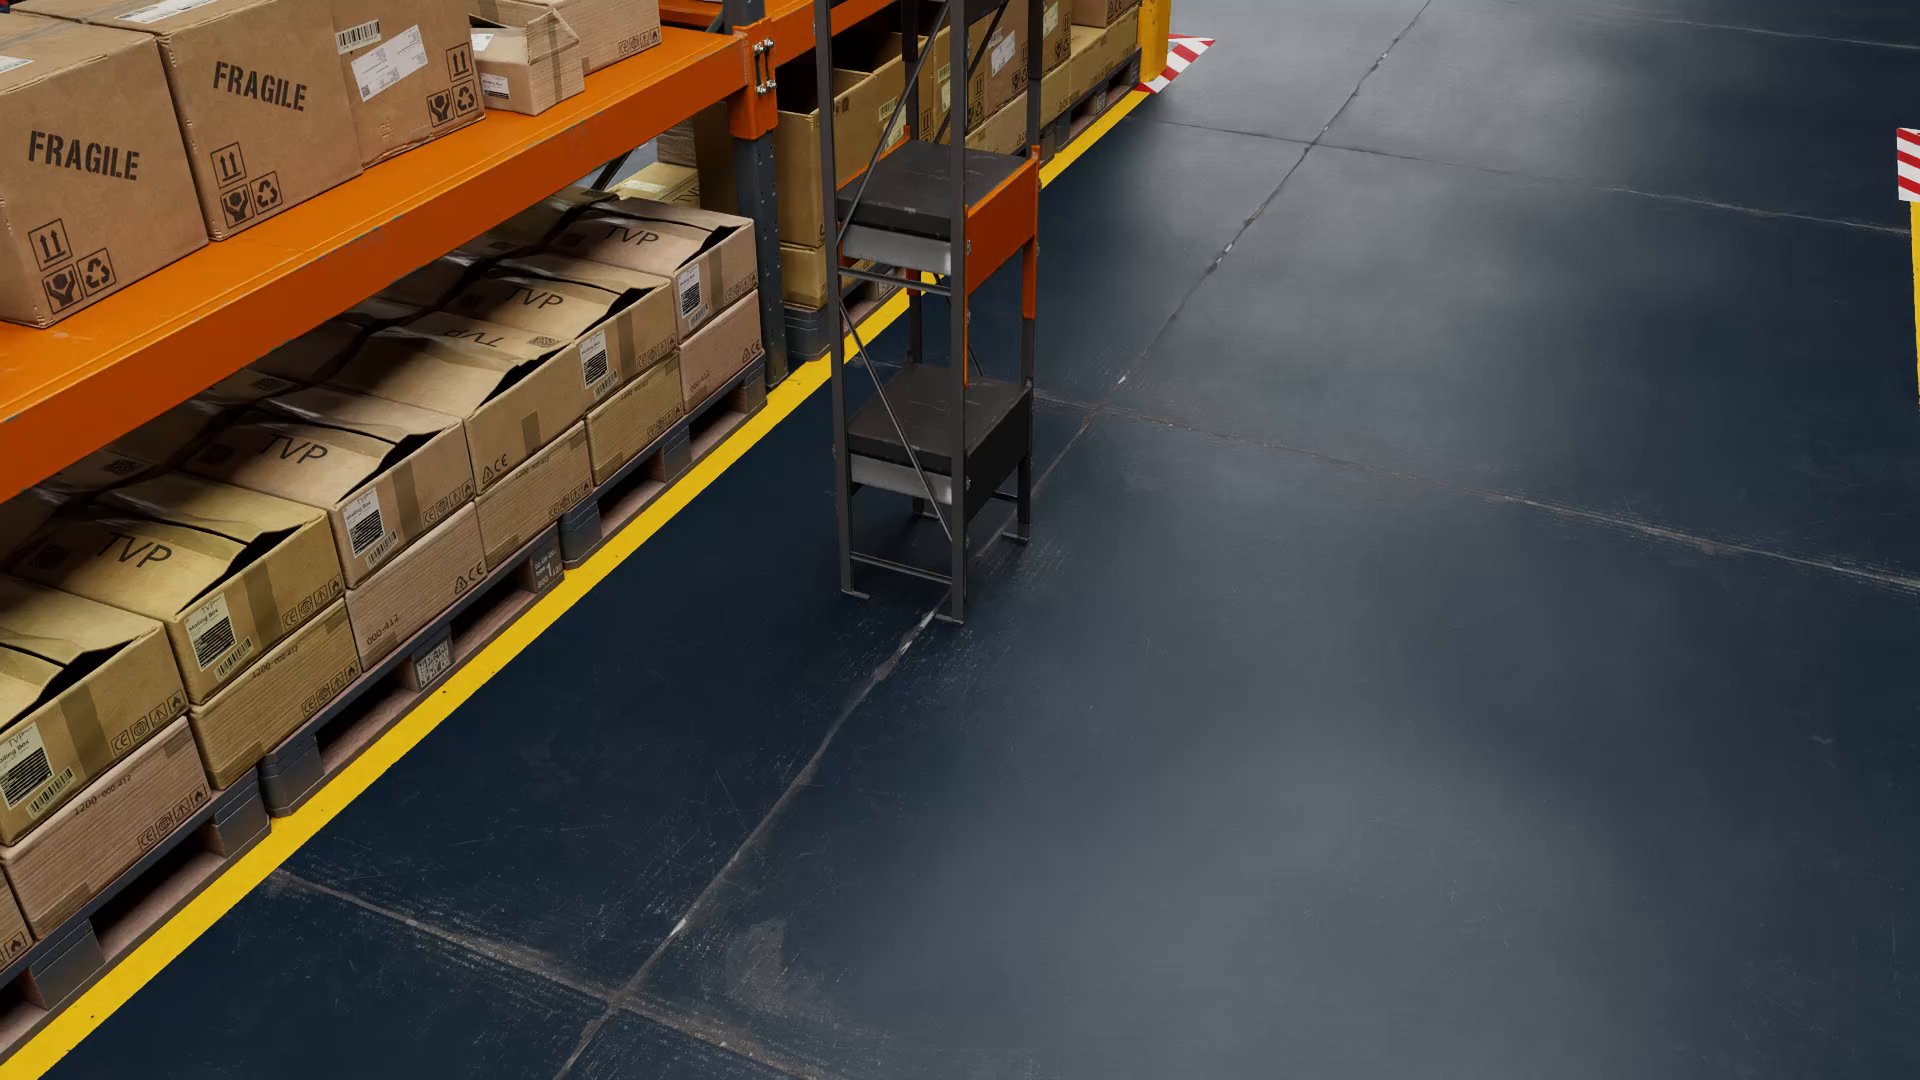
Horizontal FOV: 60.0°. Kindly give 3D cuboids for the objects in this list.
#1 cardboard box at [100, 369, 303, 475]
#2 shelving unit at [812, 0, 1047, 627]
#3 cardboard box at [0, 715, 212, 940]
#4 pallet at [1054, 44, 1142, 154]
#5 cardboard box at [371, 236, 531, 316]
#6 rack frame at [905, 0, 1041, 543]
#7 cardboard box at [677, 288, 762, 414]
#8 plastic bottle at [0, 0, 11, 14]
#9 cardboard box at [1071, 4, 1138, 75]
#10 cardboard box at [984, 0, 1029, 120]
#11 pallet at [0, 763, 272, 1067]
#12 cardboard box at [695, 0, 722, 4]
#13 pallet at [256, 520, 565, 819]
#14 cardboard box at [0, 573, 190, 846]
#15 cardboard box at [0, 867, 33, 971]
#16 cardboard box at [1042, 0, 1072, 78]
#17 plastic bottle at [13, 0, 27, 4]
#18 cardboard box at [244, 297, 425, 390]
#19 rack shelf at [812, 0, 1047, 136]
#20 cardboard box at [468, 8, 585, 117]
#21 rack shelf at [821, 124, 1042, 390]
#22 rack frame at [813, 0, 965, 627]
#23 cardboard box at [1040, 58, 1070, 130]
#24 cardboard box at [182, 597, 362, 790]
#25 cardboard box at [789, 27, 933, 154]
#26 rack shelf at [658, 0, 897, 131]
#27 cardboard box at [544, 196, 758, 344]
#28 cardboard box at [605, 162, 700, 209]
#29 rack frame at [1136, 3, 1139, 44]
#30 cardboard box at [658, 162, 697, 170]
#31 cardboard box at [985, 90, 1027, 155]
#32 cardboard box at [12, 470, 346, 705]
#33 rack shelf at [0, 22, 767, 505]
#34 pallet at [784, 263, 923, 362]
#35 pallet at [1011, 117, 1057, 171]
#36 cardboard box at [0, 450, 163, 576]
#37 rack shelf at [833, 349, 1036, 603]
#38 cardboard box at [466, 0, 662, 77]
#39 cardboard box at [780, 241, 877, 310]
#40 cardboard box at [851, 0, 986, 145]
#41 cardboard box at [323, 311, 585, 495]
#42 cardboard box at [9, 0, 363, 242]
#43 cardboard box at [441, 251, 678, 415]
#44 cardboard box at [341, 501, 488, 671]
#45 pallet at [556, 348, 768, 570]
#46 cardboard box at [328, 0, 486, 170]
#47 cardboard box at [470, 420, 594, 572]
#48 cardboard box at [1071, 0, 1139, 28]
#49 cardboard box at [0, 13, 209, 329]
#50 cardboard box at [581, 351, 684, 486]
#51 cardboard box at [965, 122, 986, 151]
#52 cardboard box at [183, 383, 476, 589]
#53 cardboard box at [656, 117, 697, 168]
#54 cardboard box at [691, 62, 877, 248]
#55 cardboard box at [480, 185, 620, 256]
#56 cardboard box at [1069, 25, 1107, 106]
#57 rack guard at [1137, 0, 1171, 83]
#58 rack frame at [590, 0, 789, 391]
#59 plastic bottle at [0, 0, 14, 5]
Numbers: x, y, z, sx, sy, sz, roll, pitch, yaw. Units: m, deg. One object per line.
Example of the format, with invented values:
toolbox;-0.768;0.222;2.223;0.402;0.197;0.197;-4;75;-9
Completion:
cardboard box;-2.156;-0.291;4.572;0.500;0.311;0.500;15;36;22
shelving unit;-0.069;-0.796;4.549;0.431;2.100;0.503;14;36;20
cardboard box;-2.093;0.577;3.760;0.500;0.250;0.500;13;35;19
pallet;0.276;-2.381;8.689;1.003;0.211;1.213;14;36;20
cardboard box;-1.729;-0.809;5.362;0.500;0.311;0.500;14;36;20
rack frame;0.033;-0.917;4.734;0.400;2.100;0.015;14;36;20
cardboard box;-1.025;-0.698;5.704;0.500;0.250;0.500;14;36;20
plastic bottle;-4.819;-2.561;8.435;0.144;0.351;0.185;13;35;18
cardboard box;0.602;-2.629;8.648;0.500;0.250;0.500;14;36;20
cardboard box;-0.011;-2.192;7.298;0.500;0.500;0.500;14;36;20
pallet;-2.409;0.812;3.820;1.003;0.211;1.213;14;36;20
cardboard box;-0.935;-2.210;5.794;0.700;0.500;0.500;13;36;19
pallet;-1.897;0.206;4.743;1.003;0.211;1.213;14;36;20
cardboard box;-2.091;0.329;3.626;0.500;0.311;0.500;13;36;19
cardboard box;-2.303;0.827;3.377;0.500;0.250;0.500;14;36;20
cardboard box;0.199;-2.440;7.677;0.500;0.500;0.500;14;36;20
plastic bottle;-5.208;-2.989;9.223;0.097;0.201;0.097;0;33;0
cardboard box;-1.944;-0.551;4.968;0.500;0.311;0.500;13;35;19
rack shelf;-0.069;-1.370;4.172;0.431;0.518;0.480;14;36;20
cardboard box;-1.316;-1.409;4.787;0.396;0.266;0.258;13;36;19
rack shelf;-0.069;-0.784;4.556;0.431;0.518;0.480;14;36;20
rack frame;-0.171;-0.674;4.363;0.400;2.100;0.015;14;36;20
cardboard box;0.196;-2.128;7.884;0.500;0.250;0.500;14;36;20
cardboard box;-1.881;0.316;4.157;0.500;0.250;0.500;13;36;19
cardboard box;-0.435;-1.695;6.540;0.500;0.500;0.500;14;36;20
rack shelf;-0.279;-2.641;7.198;1.077;0.370;4.000;14;36;20
cardboard box;-1.024;-0.939;5.559;0.500;0.311;0.500;14;36;20
cardboard box;-1.120;-1.253;6.549;0.500;0.250;0.500;14;36;20
rack frame;0.558;-3.938;8.520;1.000;3.000;0.127;14;36;20
cardboard box;-0.902;-1.499;6.926;0.500;0.250;0.500;14;36;20
cardboard box;-0.014;-1.879;7.505;0.500;0.250;0.500;14;36;20
cardboard box;-1.875;0.076;4.012;0.500;0.311;0.500;13;35;19
rack shelf;-1.952;-0.649;4.160;1.077;0.370;4.000;14;36;20
pallet;-0.745;-1.166;6.836;1.003;0.211;1.213;14;36;20
pallet;-0.235;-1.776;7.766;1.003;0.211;1.213;14;36;20
cardboard box;-2.368;-0.042;4.192;0.500;0.311;0.500;14;36;20
rack shelf;-0.069;-0.199;4.940;0.431;0.518;0.480;14;36;20
cardboard box;-1.282;-1.628;5.134;0.500;0.250;0.500;17;37;23
cardboard box;-0.646;-1.133;6.367;0.500;0.250;0.500;14;36;20
cardboard box;-0.219;-1.942;6.917;0.500;0.500;0.500;14;36;20
cardboard box;-1.447;-0.430;4.783;0.500;0.311;0.500;14;36;20
cardboard box;-1.881;-1.097;4.096;0.500;0.500;0.500;14;36;21
cardboard box;-1.236;-0.678;5.162;0.500;0.311;0.500;15;36;22
cardboard box;-1.667;0.061;4.546;0.500;0.250;0.500;15;36;21
pallet;-1.388;-0.404;5.673;1.003;0.211;1.213;14;36;20
cardboard box;-1.672;-1.346;4.477;0.500;0.500;0.500;17;37;24
cardboard box;-1.452;-0.192;4.932;0.500;0.250;0.500;15;36;22
cardboard box;0.604;-2.942;8.442;0.500;0.500;0.500;14;36;20
cardboard box;-2.102;-0.835;3.696;0.500;0.500;0.500;12;35;18
cardboard box;-1.239;-0.447;5.321;0.500;0.250;0.500;14;36;20
cardboard box;-0.218;-1.629;7.123;0.500;0.250;0.500;14;36;20
cardboard box;-1.661;-0.180;4.403;0.500;0.311;0.500;14;36;20
cardboard box;-0.900;-1.813;6.719;0.500;0.500;0.500;14;36;20
cardboard box;-0.637;-1.444;6.158;0.500;0.500;0.500;14;36;20
cardboard box;-1.514;-1.057;5.740;0.500;0.311;0.500;14;36;21
cardboard box;0.404;-2.377;8.264;0.500;0.250;0.500;14;36;20
rack guard;0.568;-2.905;9.224;1.175;0.500;0.348;14;36;20
rack frame;-1.115;-1.946;5.482;1.000;3.000;0.127;14;36;20
plastic bottle;-5.251;-2.966;9.125;0.097;0.271;0.097;0;33;0
